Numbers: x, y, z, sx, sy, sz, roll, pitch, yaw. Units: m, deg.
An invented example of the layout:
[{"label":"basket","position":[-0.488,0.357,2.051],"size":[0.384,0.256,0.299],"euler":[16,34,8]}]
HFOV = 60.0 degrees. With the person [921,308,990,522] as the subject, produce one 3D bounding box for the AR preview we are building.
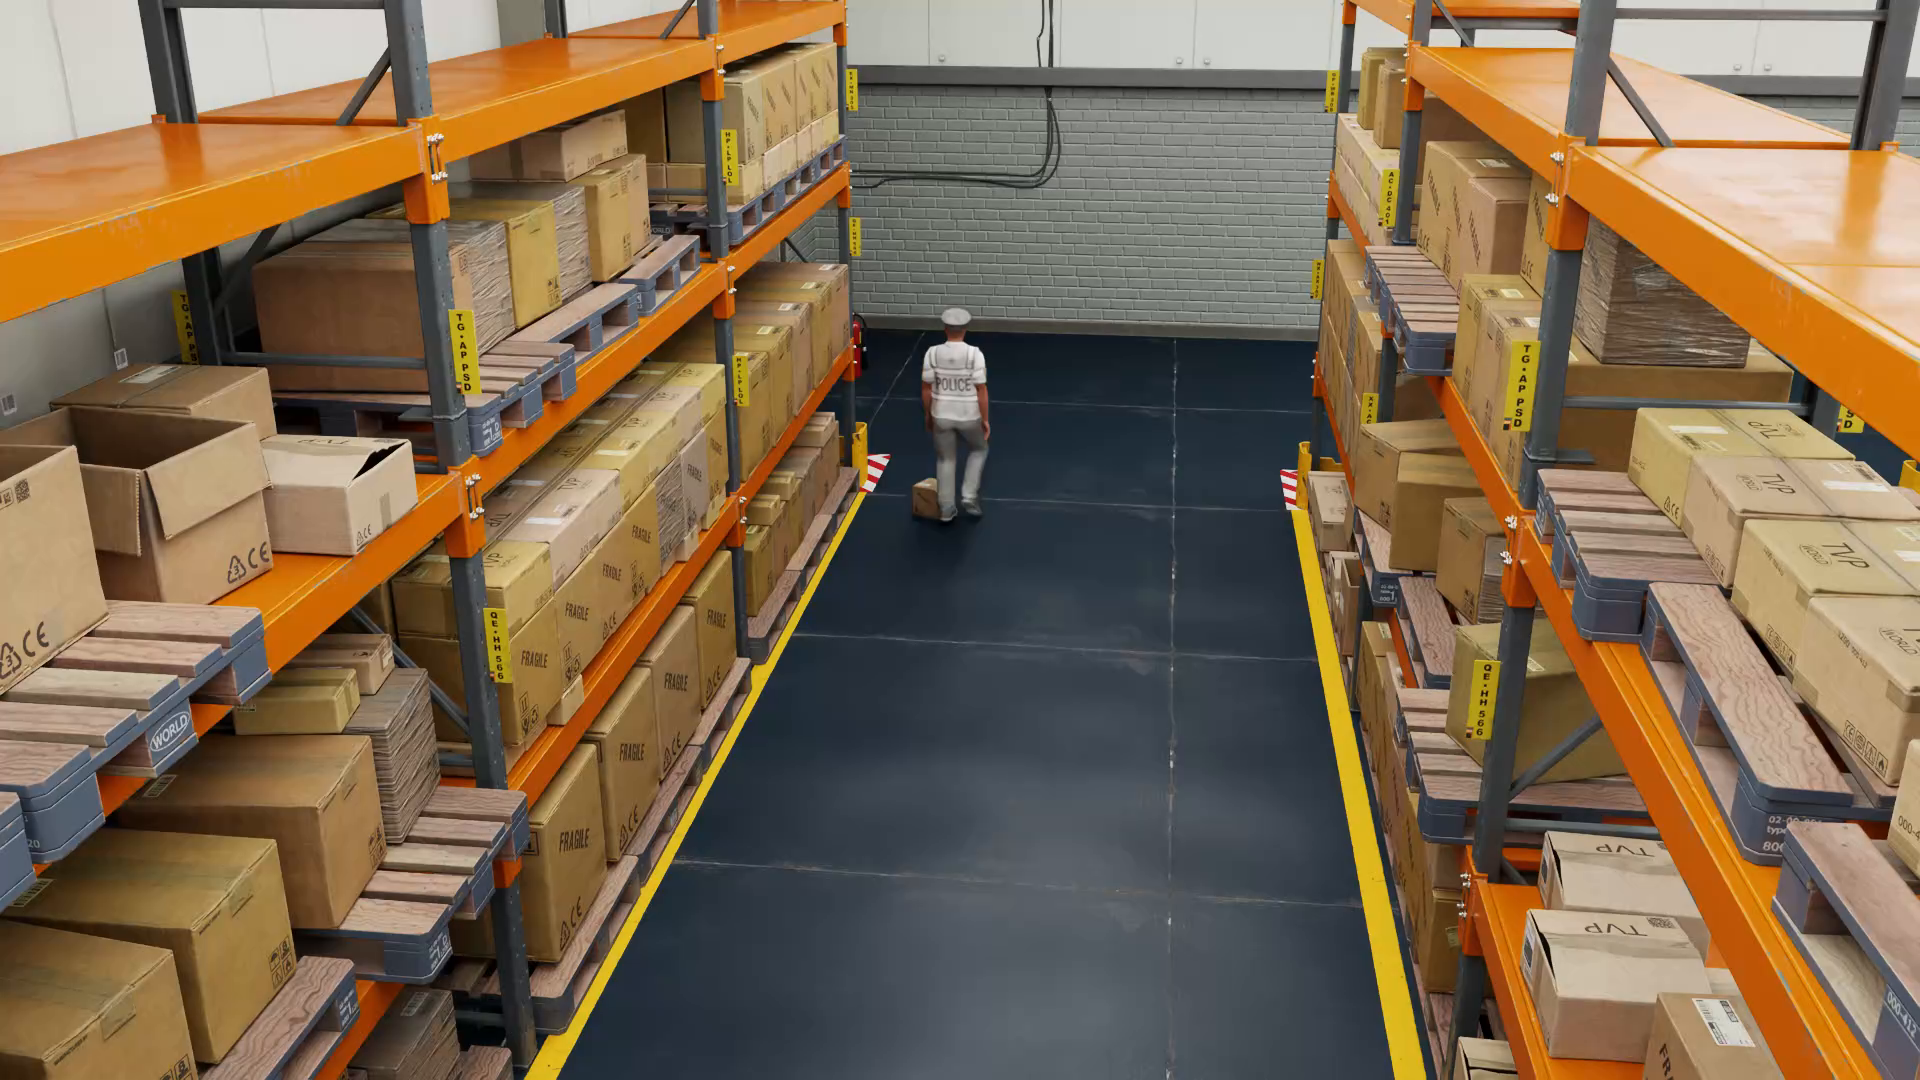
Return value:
[{"label":"person","position":[-0.023,-1.004,13.679],"size":[0.578,1.830,0.499],"euler":[3,21,7]}]
